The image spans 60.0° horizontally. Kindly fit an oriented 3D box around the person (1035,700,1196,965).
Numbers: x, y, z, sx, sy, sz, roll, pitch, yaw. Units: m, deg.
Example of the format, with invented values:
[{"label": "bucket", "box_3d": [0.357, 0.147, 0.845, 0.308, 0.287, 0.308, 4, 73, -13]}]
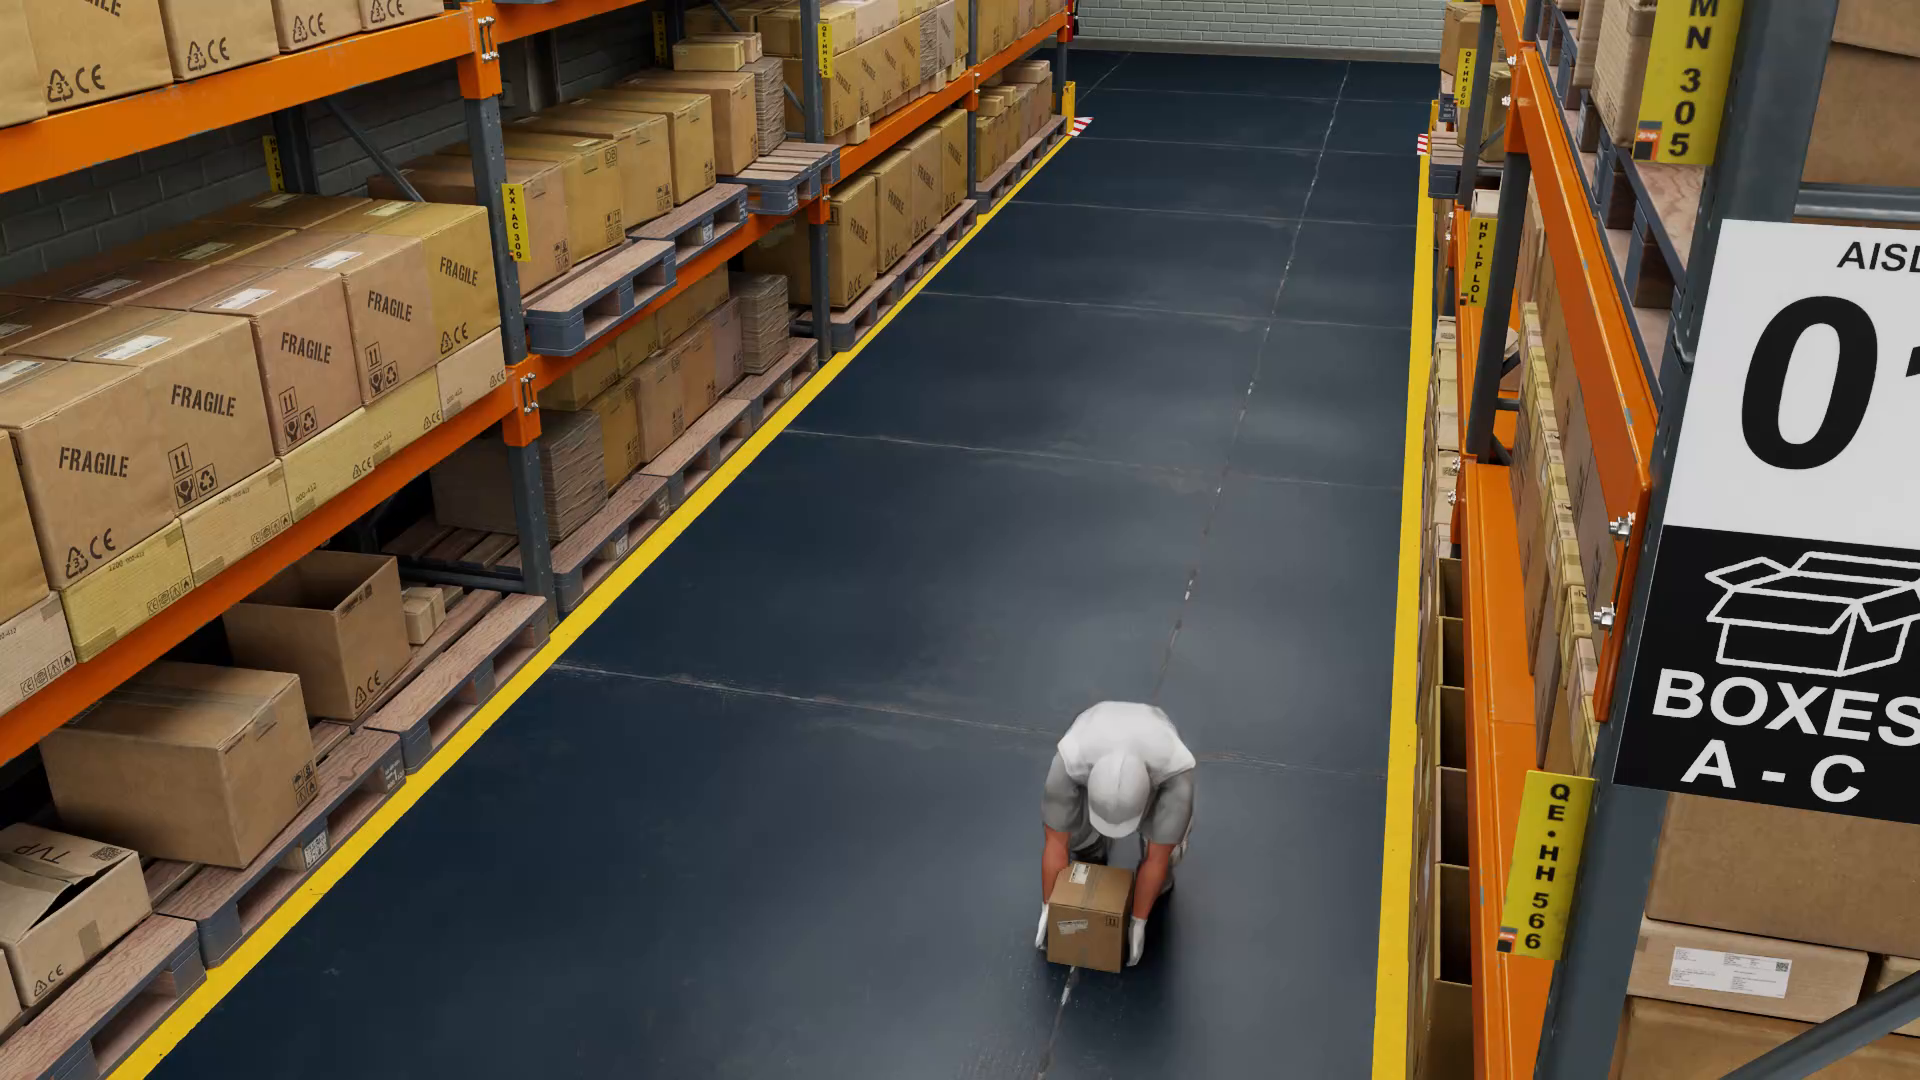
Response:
[{"label": "person", "box_3d": [0.554, 0.942, 5.808, 0.535, 0.876, 0.910, 6, 26, 13]}]
